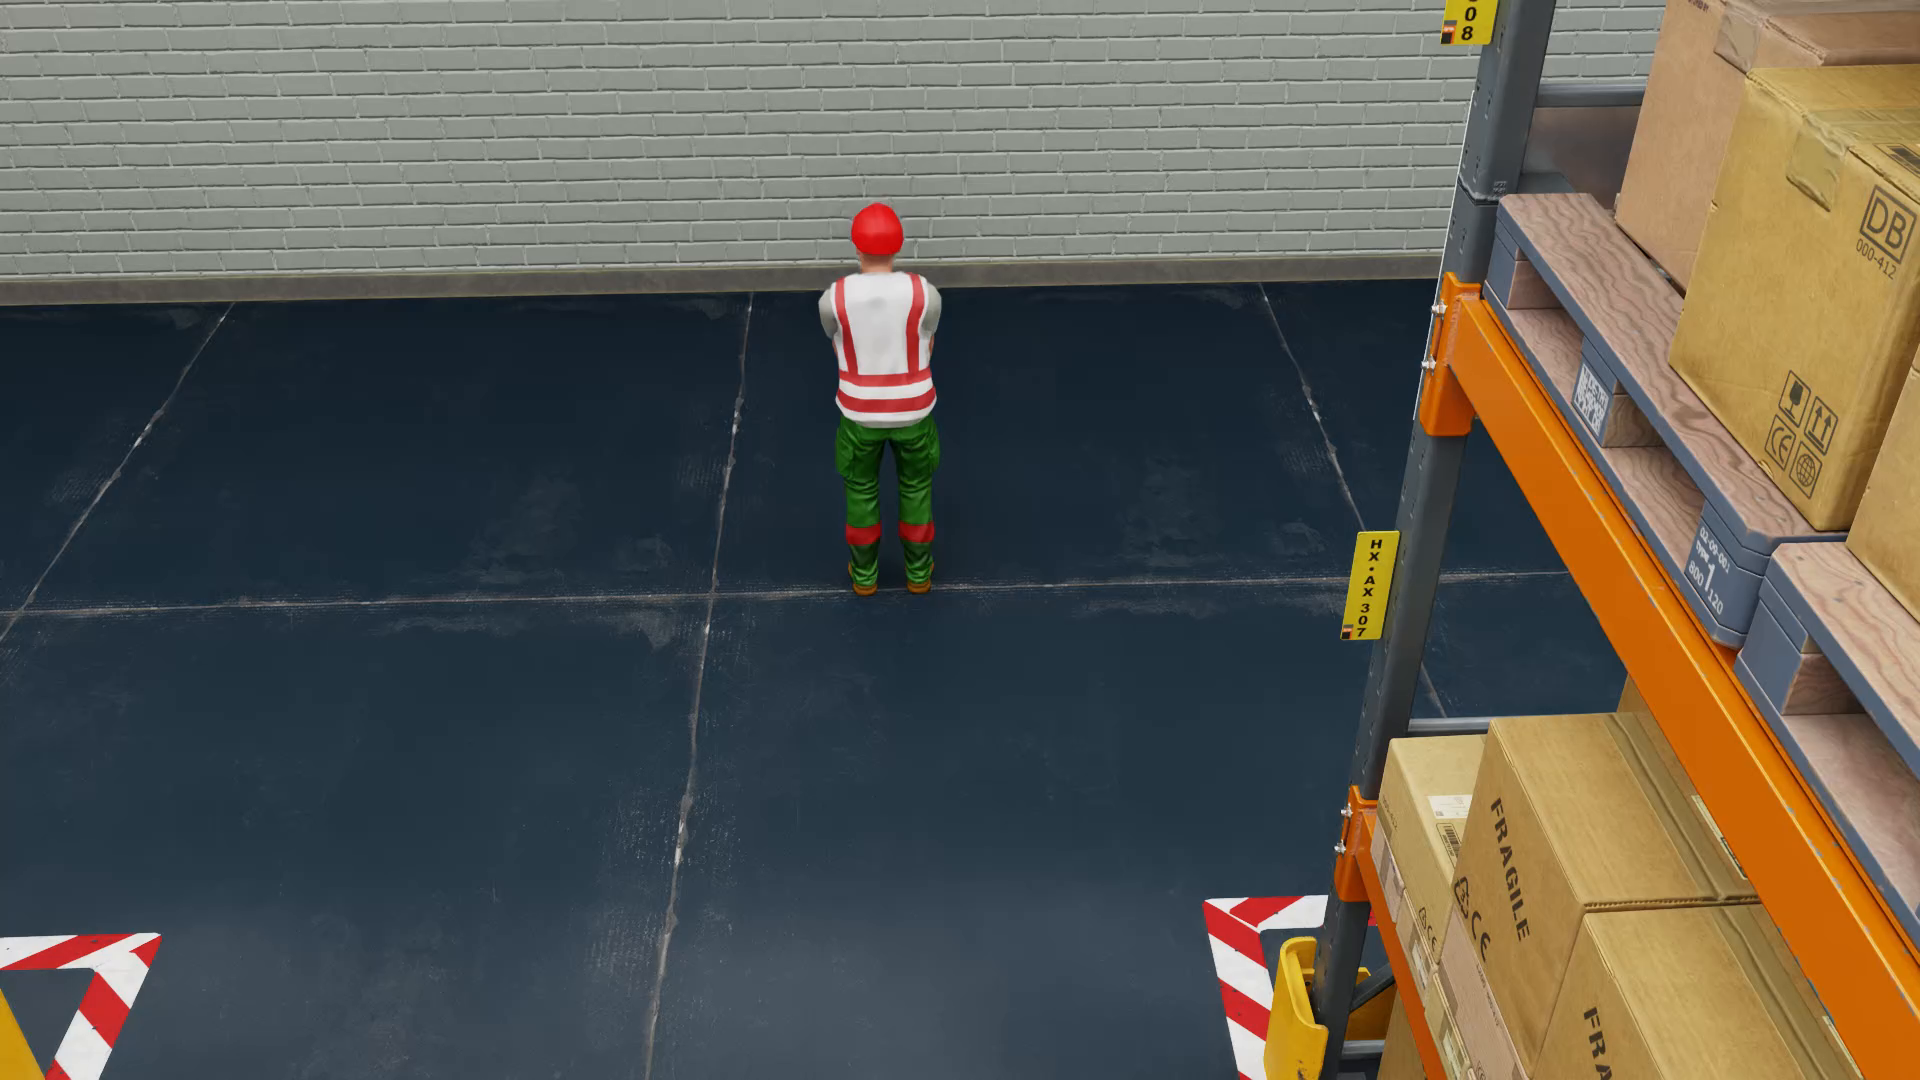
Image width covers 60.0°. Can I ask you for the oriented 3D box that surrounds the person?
[{"bbox_3d":[-0.324,-0.606,6.993,0.495,1.785,0.566,-2,35,-3],"label":"person"}]
